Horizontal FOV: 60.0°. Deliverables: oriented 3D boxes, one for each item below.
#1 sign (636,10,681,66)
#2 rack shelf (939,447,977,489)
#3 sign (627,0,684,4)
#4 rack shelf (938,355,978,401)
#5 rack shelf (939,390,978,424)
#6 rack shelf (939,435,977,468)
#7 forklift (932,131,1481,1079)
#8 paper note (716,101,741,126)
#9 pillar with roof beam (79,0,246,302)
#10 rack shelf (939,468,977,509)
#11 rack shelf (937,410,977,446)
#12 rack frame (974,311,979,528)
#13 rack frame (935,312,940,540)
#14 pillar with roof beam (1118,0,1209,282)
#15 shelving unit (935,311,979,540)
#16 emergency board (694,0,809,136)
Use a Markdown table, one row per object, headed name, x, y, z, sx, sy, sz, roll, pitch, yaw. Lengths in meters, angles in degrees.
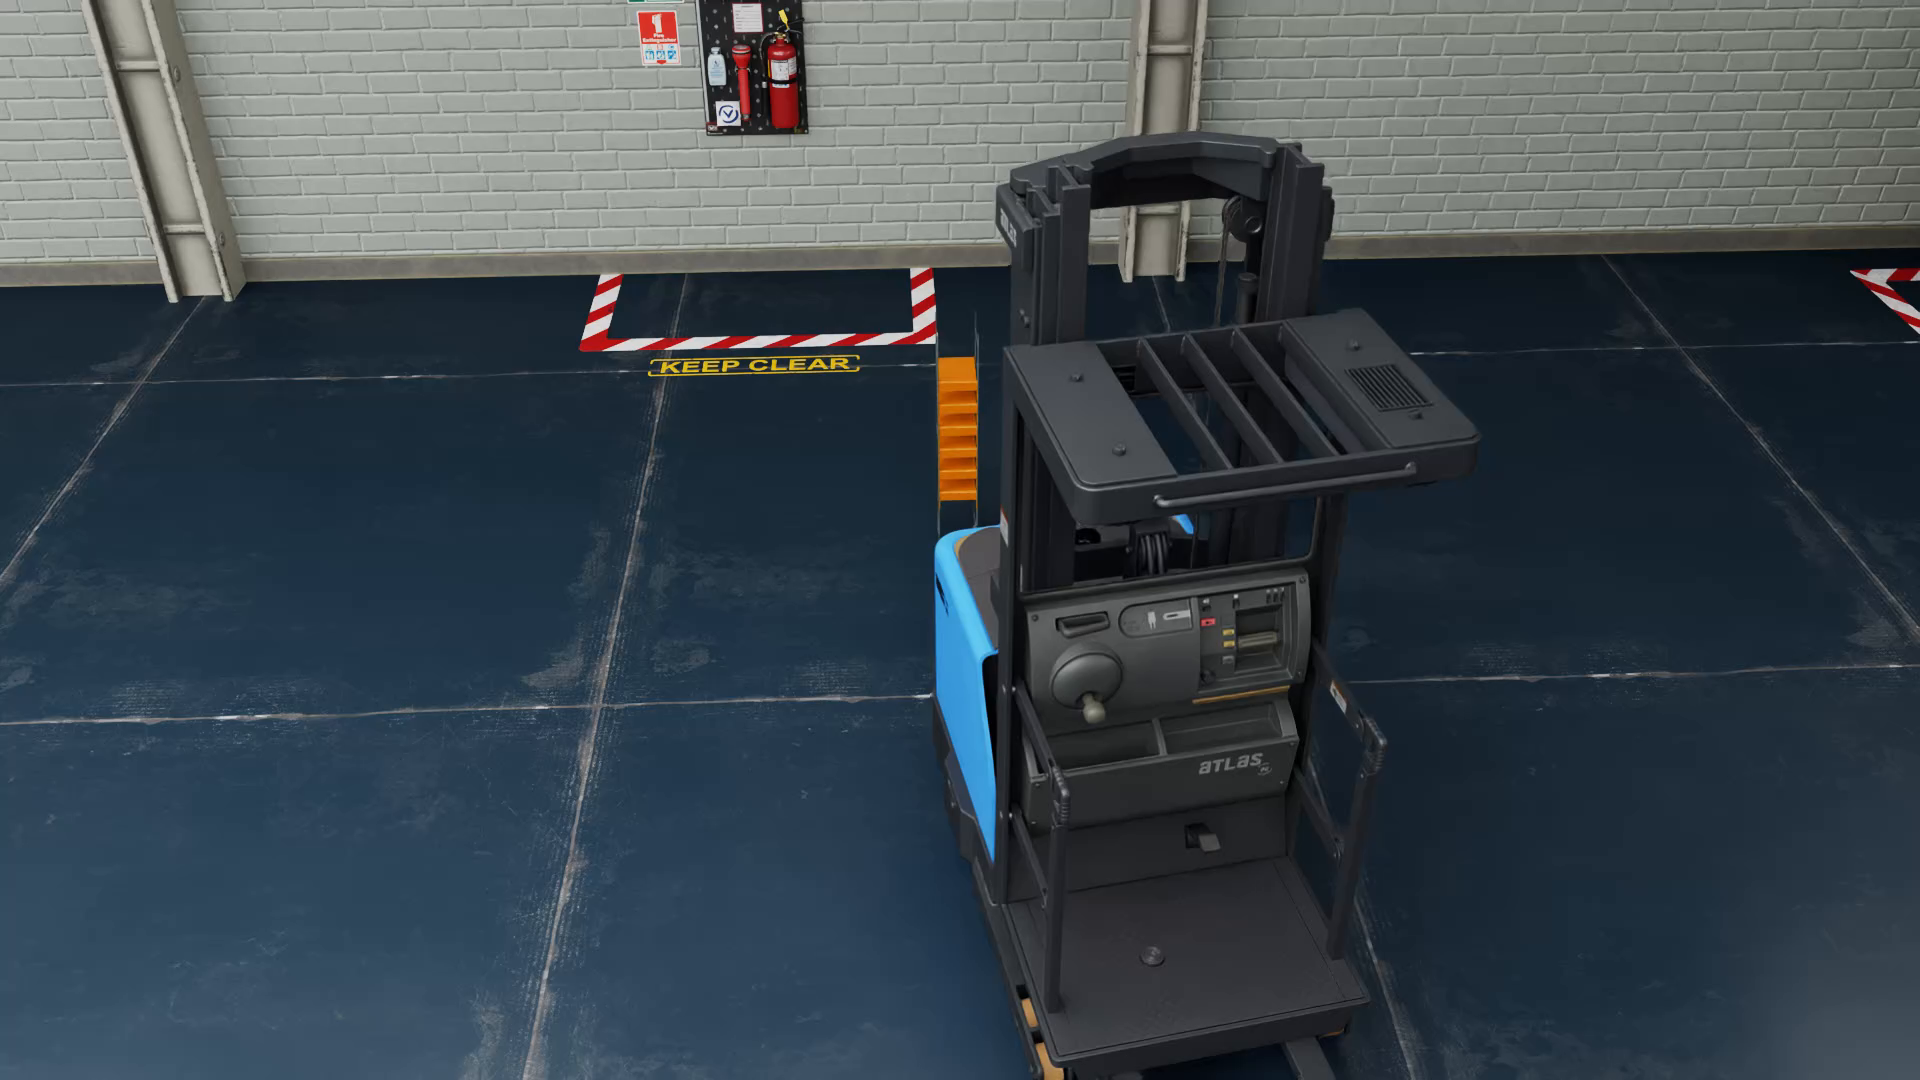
| name | x | y | z | sx | sy | sz | roll | pitch | yaw |
| --- | --- | --- | --- | --- | --- | --- | --- | --- | --- |
| sign | -1.791 | -2.988 | 9.900 | 0.234 | 0.329 | 0.001 | -2 | 35 | -2 |
| rack shelf | -0.014 | -0.358 | 8.002 | 0.180 | 0.103 | 0.258 | -2 | 35 | -2 |
| sign | -1.786 | -3.200 | 9.742 | 0.331 | 0.109 | 0.001 | -2 | 35 | -2 |
| rack shelf | -0.014 | -0.752 | 7.728 | 0.180 | 0.103 | 0.258 | -2 | 35 | -2 |
| rack shelf | -0.014 | -0.654 | 7.797 | 0.180 | 0.103 | 0.258 | -2 | 35 | -2 |
| rack shelf | -0.014 | -0.456 | 7.933 | 0.180 | 0.103 | 0.258 | -2 | 35 | -2 |
| forklift | 0.717 | 0.402 | 5.094 | 1.130 | 2.935 | 3.031 | -7 | 35 | -11 |
| paper note | -1.414 | -2.601 | 10.147 | 0.142 | 0.148 | 0.016 | -2 | 35 | -2 |
| pillar with roof beam | -4.553 | -2.832 | 4.435 | 0.400 | 9.000 | 9.100 | -2 | 35 | -2 |
| rack shelf | -0.014 | -0.259 | 8.070 | 0.180 | 0.103 | 0.258 | -2 | 35 | -2 |
| rack shelf | -0.014 | -0.555 | 7.865 | 0.180 | 0.103 | 0.258 | -2 | 35 | -2 |
| rack frame | 0.077 | -0.495 | 7.912 | 0.006 | 1.200 | 0.240 | -2 | 35 | -2 |
| rack frame | -0.106 | -0.491 | 7.904 | 0.006 | 1.200 | 0.240 | -2 | 35 | -2 |
| pillar with roof beam | 1.440 | -2.994 | 4.668 | 0.400 | 9.000 | 9.100 | -2 | 35 | -2 |
| shelving unit | -0.014 | -0.493 | 7.908 | 0.189 | 1.200 | 0.258 | -2 | 35 | -2 |
| emergency board | -1.234 | -2.929 | 9.847 | 0.643 | 1.169 | 0.194 | -2 | 35 | -2 |
